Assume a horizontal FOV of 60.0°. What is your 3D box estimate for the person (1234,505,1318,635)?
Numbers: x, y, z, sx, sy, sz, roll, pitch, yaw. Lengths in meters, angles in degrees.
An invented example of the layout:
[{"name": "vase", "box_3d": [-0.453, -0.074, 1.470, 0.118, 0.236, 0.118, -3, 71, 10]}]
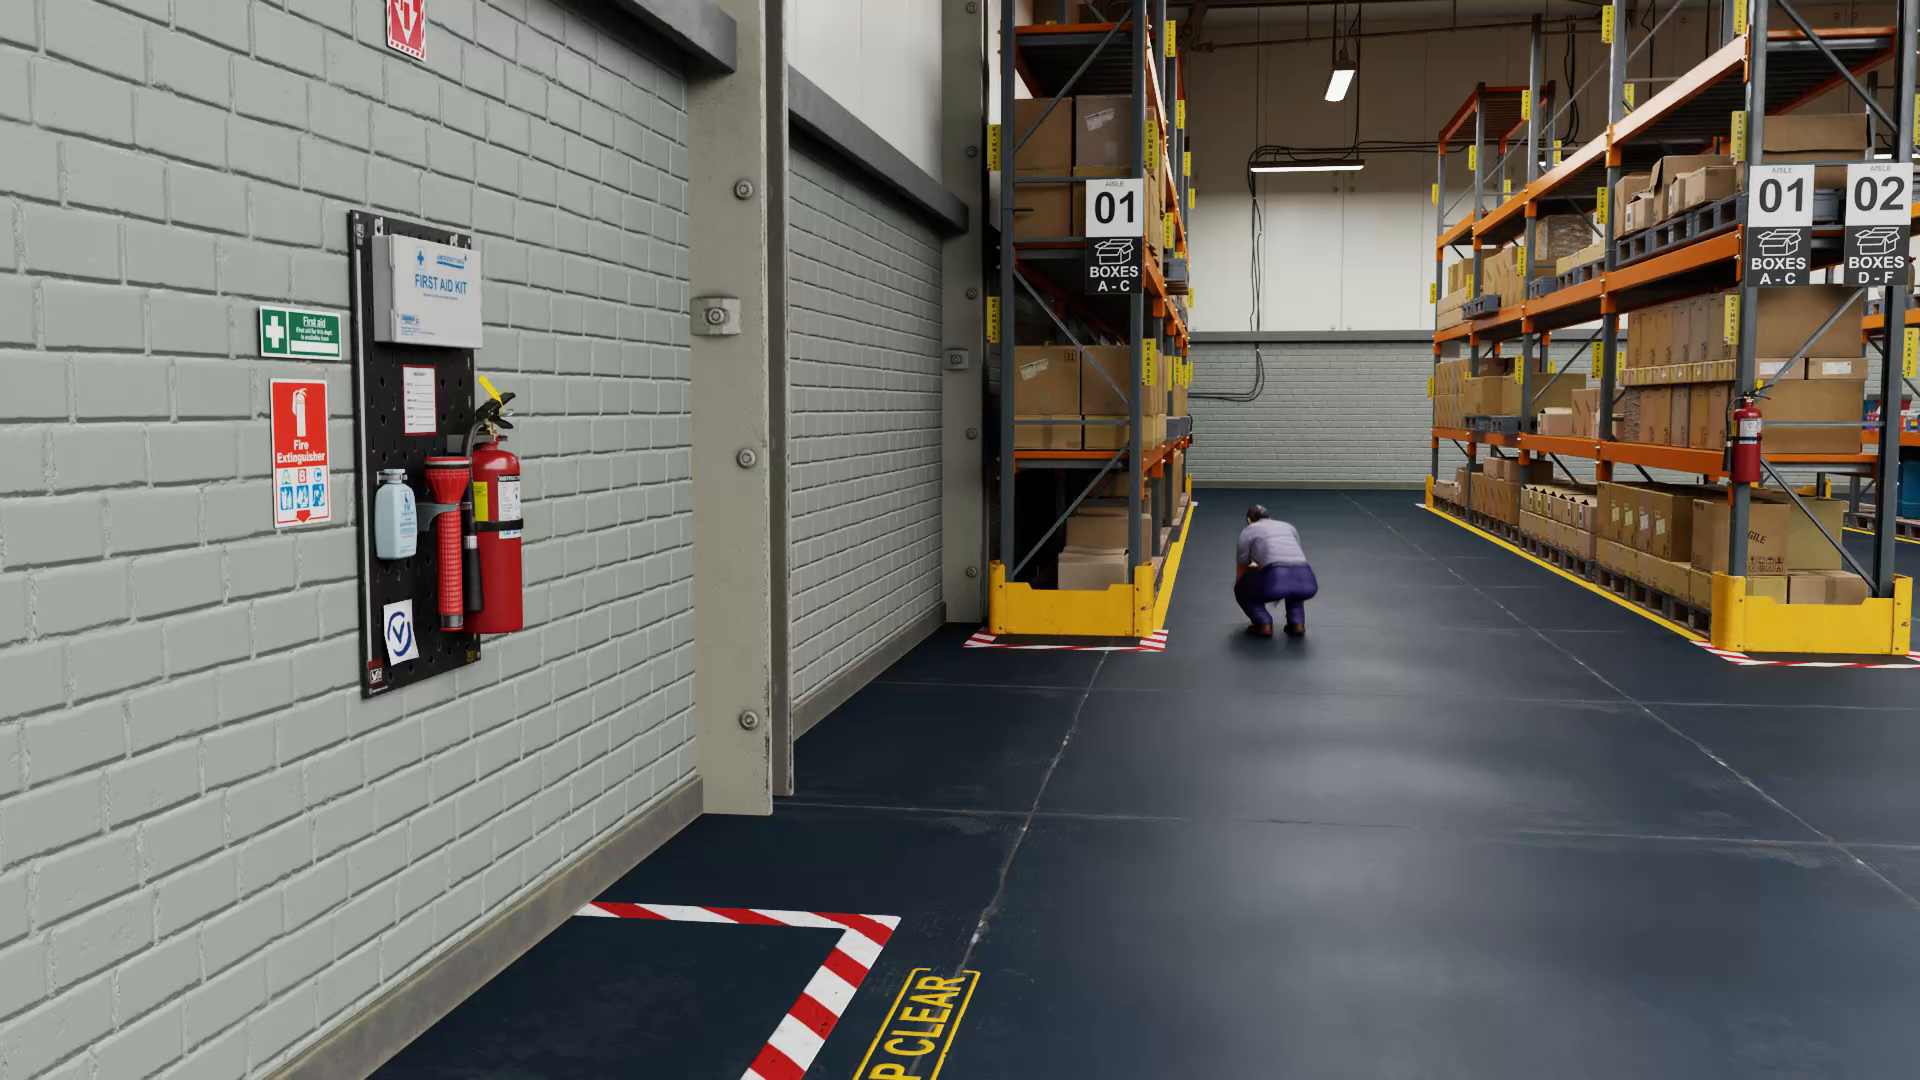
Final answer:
[{"name": "person", "box_3d": [2.258, 0.218, 12.033, 0.524, 0.905, 0.874, -1, 5, -8]}]
